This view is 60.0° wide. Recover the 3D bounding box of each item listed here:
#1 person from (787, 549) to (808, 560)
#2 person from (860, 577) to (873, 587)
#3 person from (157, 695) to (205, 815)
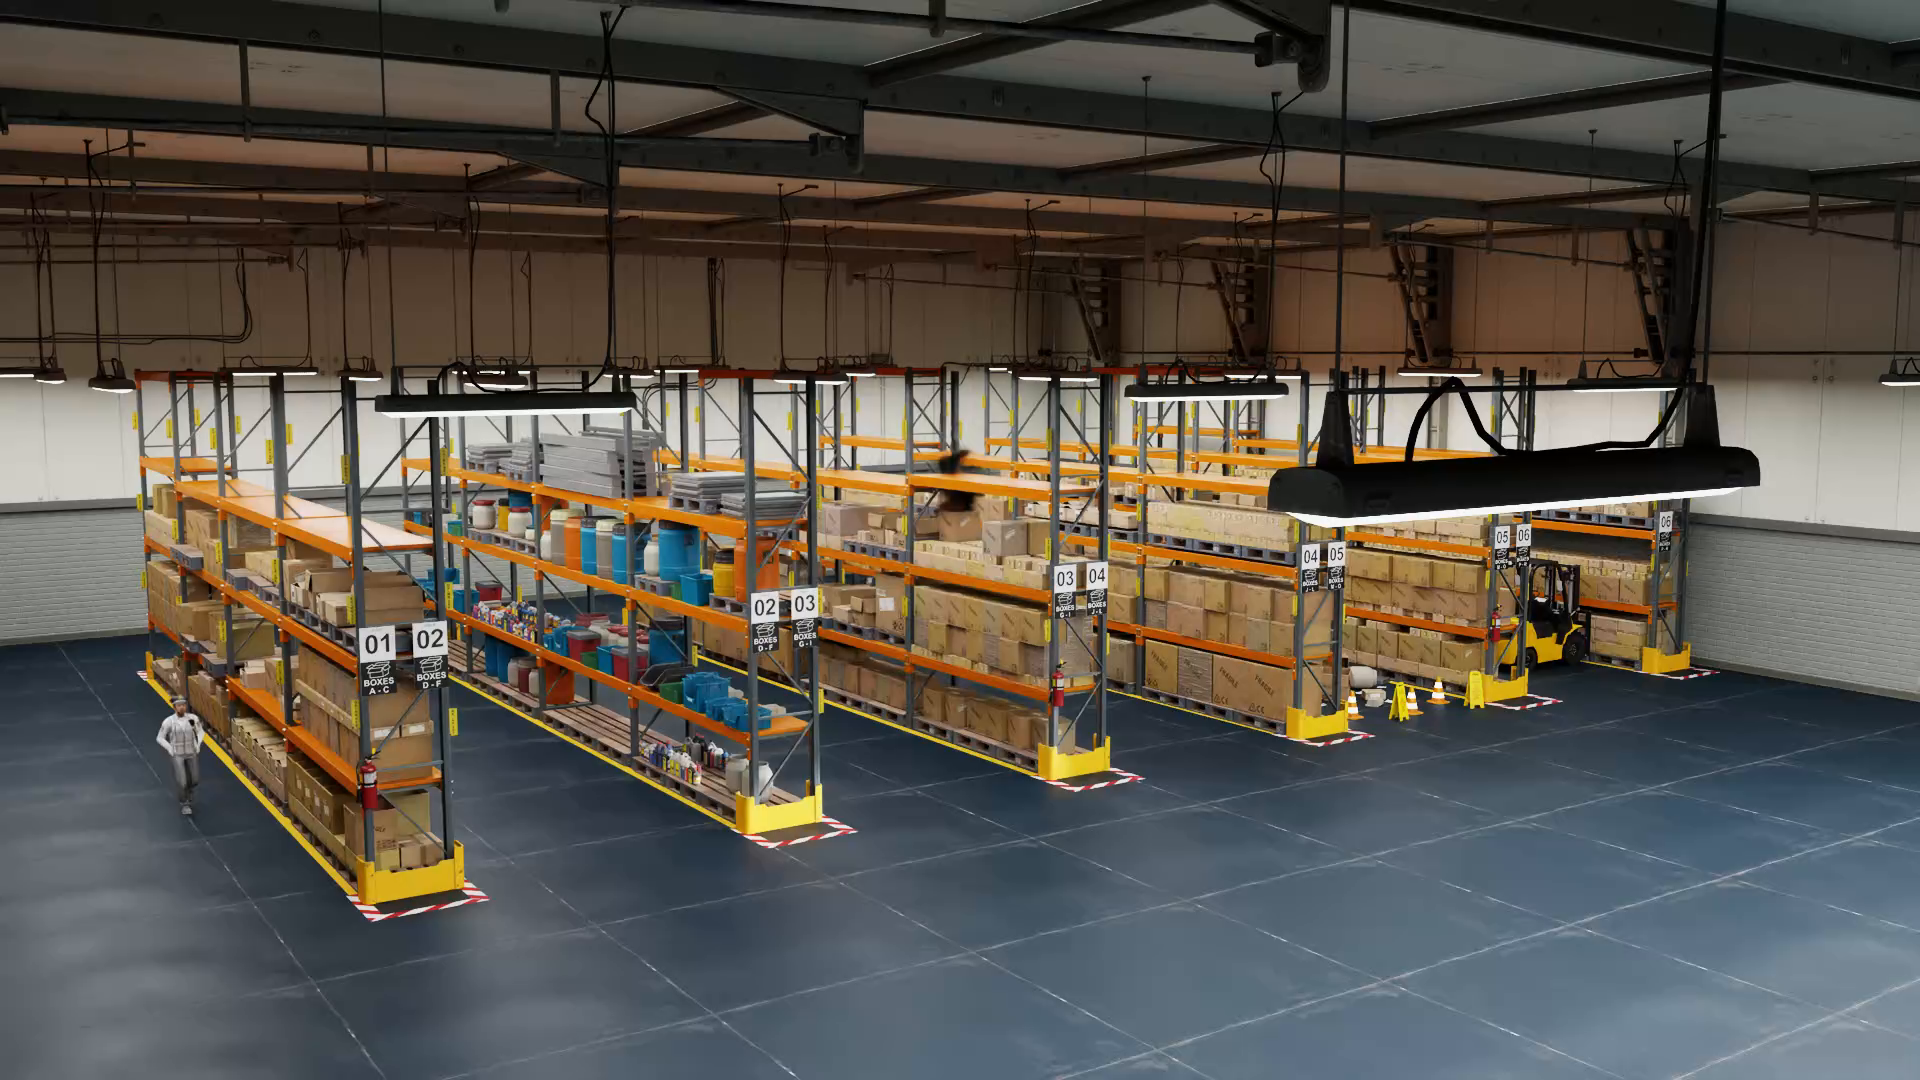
[{"bbox_3d":[-4.131,0.801,41.391,0.678,1.785,0.737,-6,9,-41],"label":"person"},{"bbox_3d":[-1.889,1.650,33.825,0.627,1.815,0.805,-6,9,-44],"label":"person"},{"bbox_3d":[-10.693,2.936,22.874,0.613,1.640,0.539,-5,8,-36],"label":"person"}]
